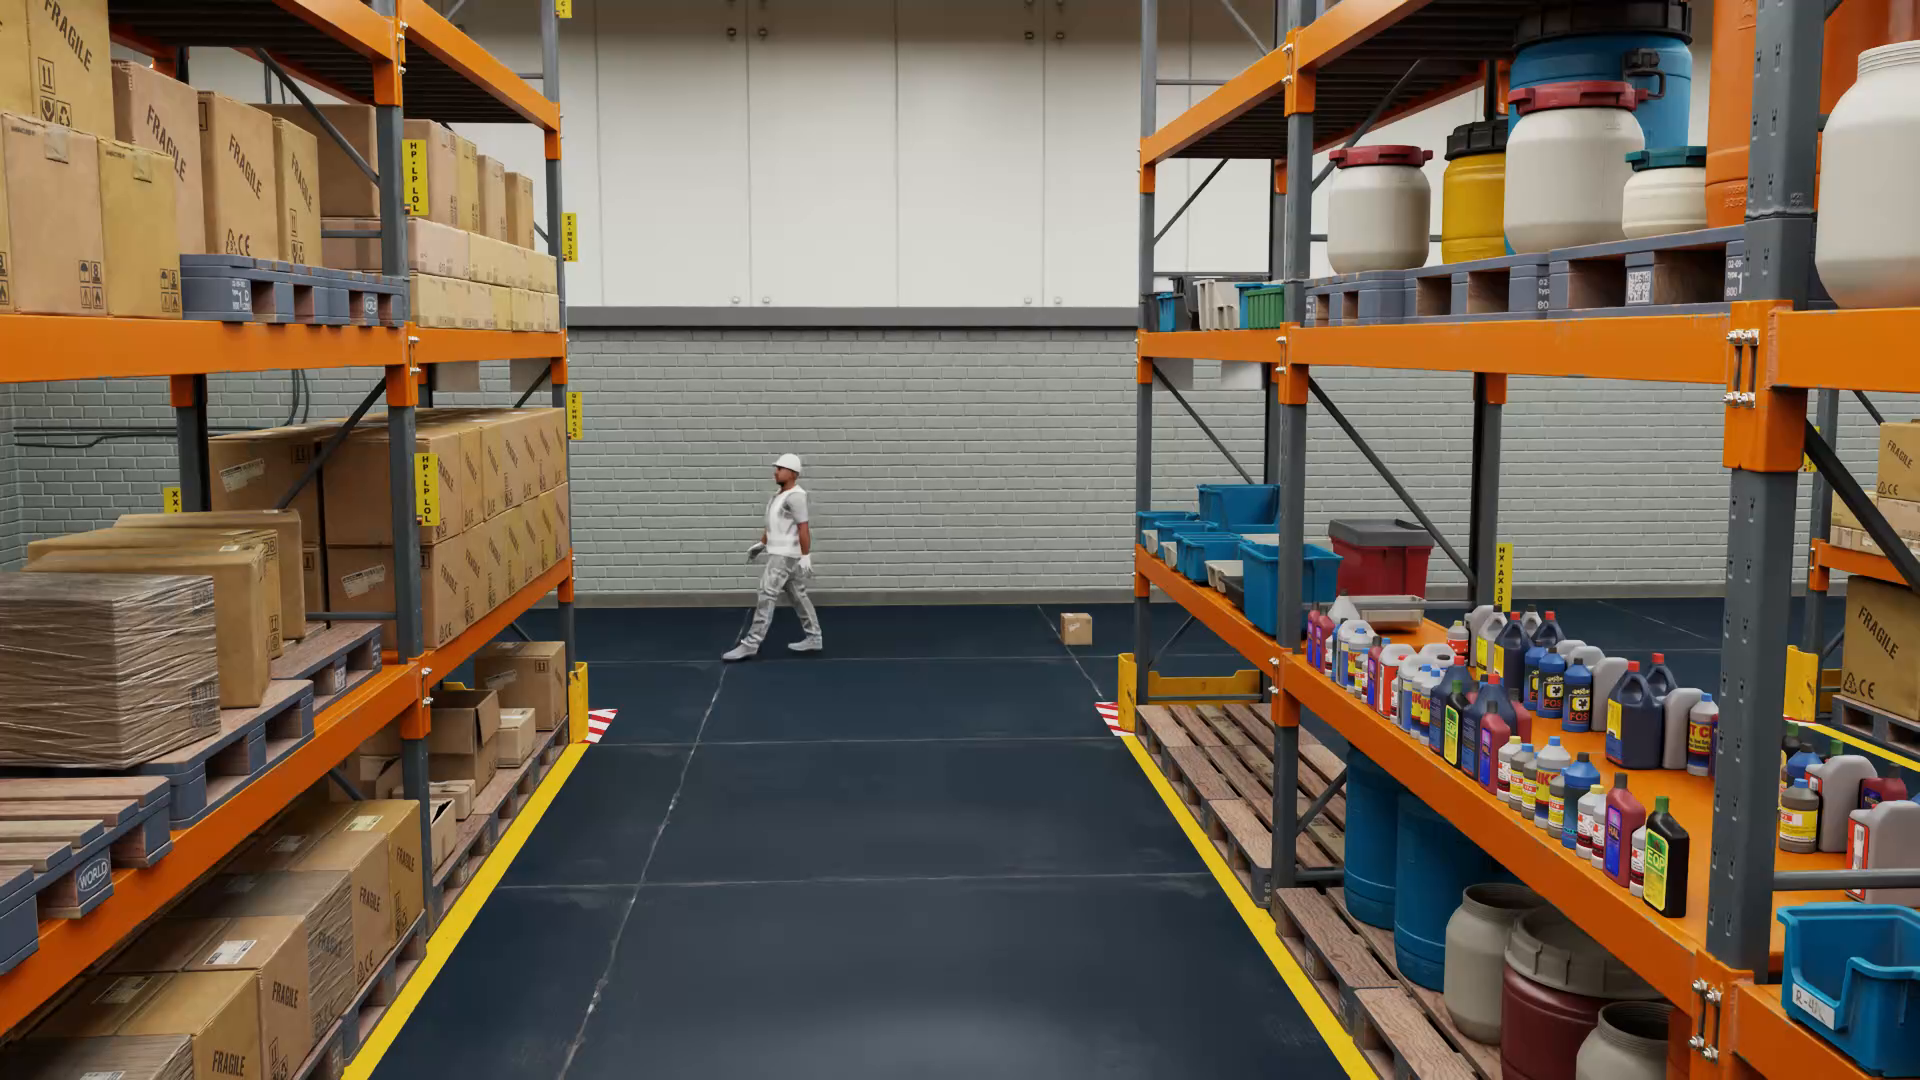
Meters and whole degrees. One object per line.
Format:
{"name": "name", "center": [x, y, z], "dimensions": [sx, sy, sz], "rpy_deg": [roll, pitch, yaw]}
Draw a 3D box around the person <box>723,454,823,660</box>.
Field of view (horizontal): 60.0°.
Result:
{"name": "person", "center": [-1.643, 0.126, 14.475], "dimensions": [0.898, 1.754, 0.548], "rpy_deg": [-2, 7, -13]}
